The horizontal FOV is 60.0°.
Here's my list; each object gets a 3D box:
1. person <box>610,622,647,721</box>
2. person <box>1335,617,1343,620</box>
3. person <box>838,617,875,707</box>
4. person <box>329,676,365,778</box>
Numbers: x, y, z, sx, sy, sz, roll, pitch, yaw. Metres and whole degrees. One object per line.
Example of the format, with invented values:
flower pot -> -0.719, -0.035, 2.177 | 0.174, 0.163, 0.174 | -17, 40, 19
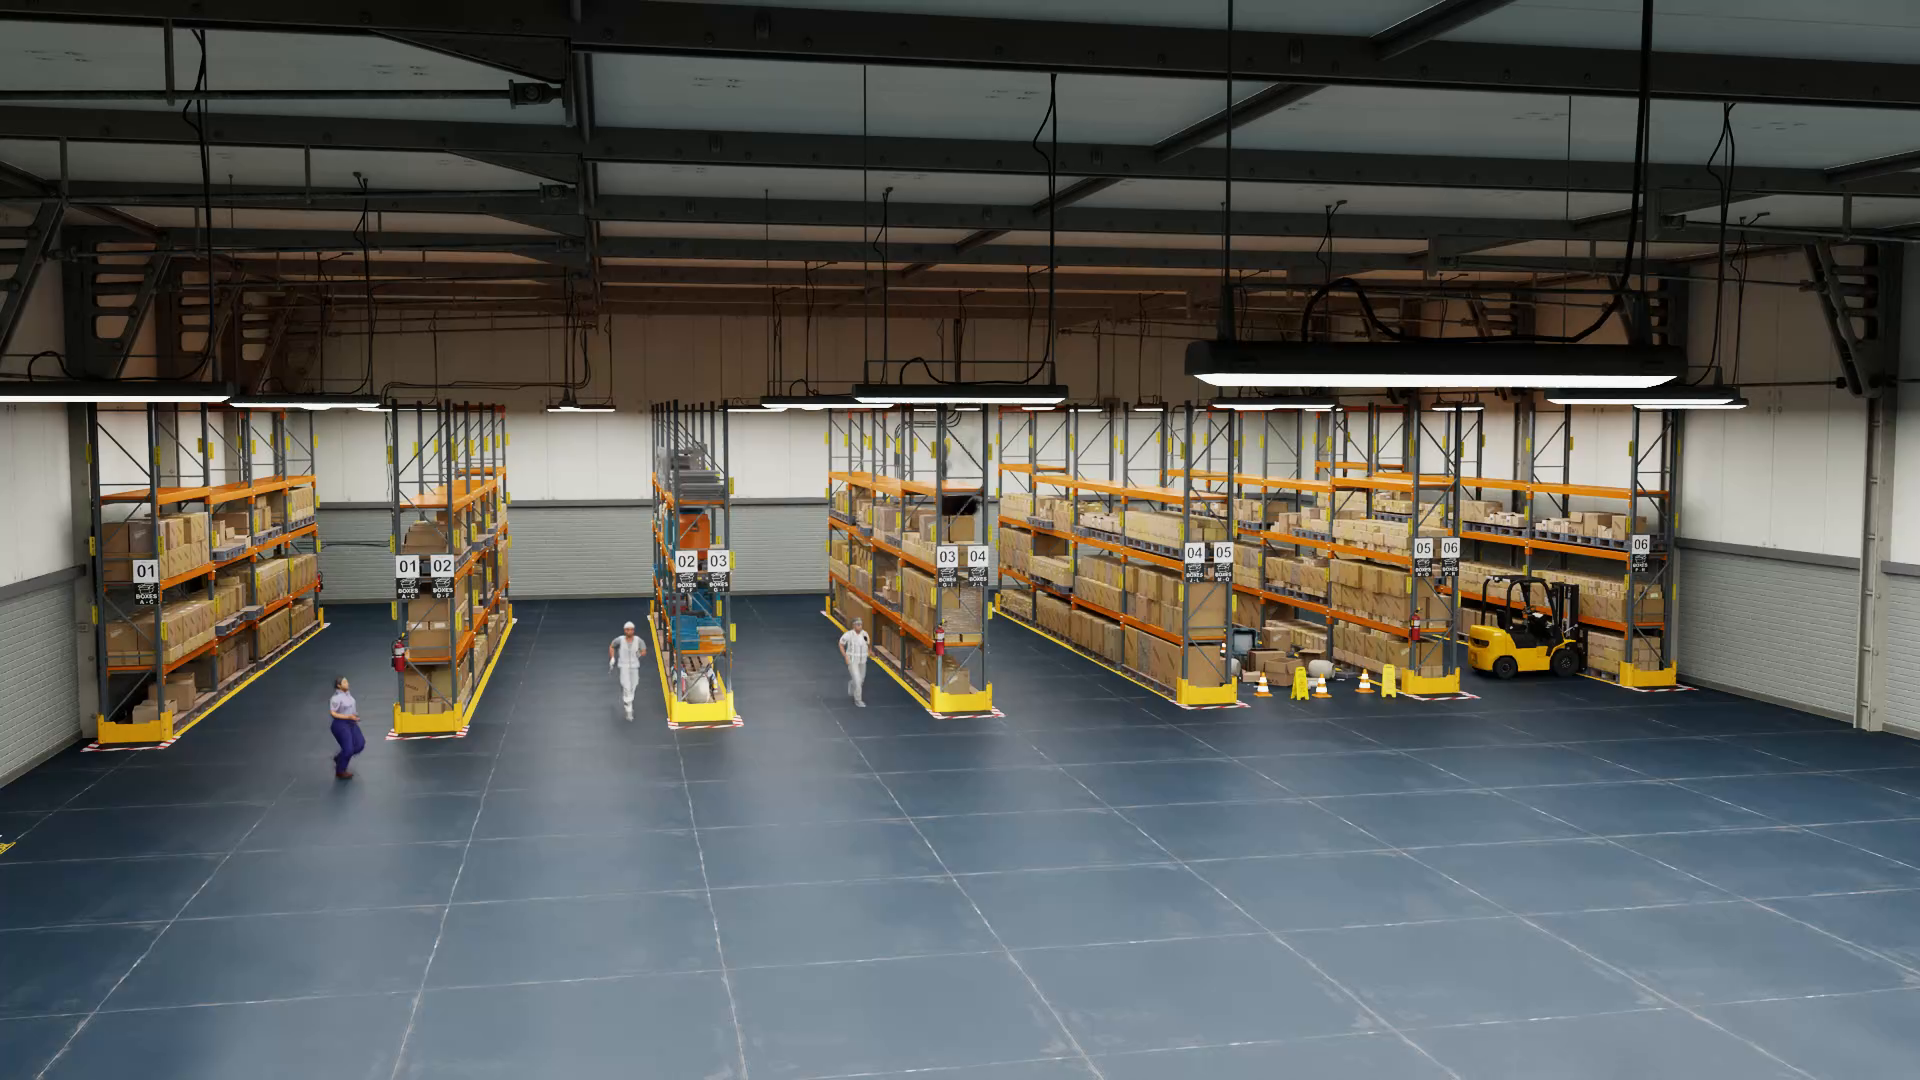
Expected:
person -> -6.255, 2.458, 31.409 | 0.645, 1.844, 0.878 | -2, 5, -25
person -> 9.987, 1.629, 43.437 | 0.646, 1.668, 0.746 | -1, 4, -13
person -> -2.089, 2.382, 32.921 | 0.645, 1.757, 0.848 | -3, 5, -32
person -> -9.683, 2.948, 26.248 | 0.559, 1.589, 0.599 | 0, 4, 6
